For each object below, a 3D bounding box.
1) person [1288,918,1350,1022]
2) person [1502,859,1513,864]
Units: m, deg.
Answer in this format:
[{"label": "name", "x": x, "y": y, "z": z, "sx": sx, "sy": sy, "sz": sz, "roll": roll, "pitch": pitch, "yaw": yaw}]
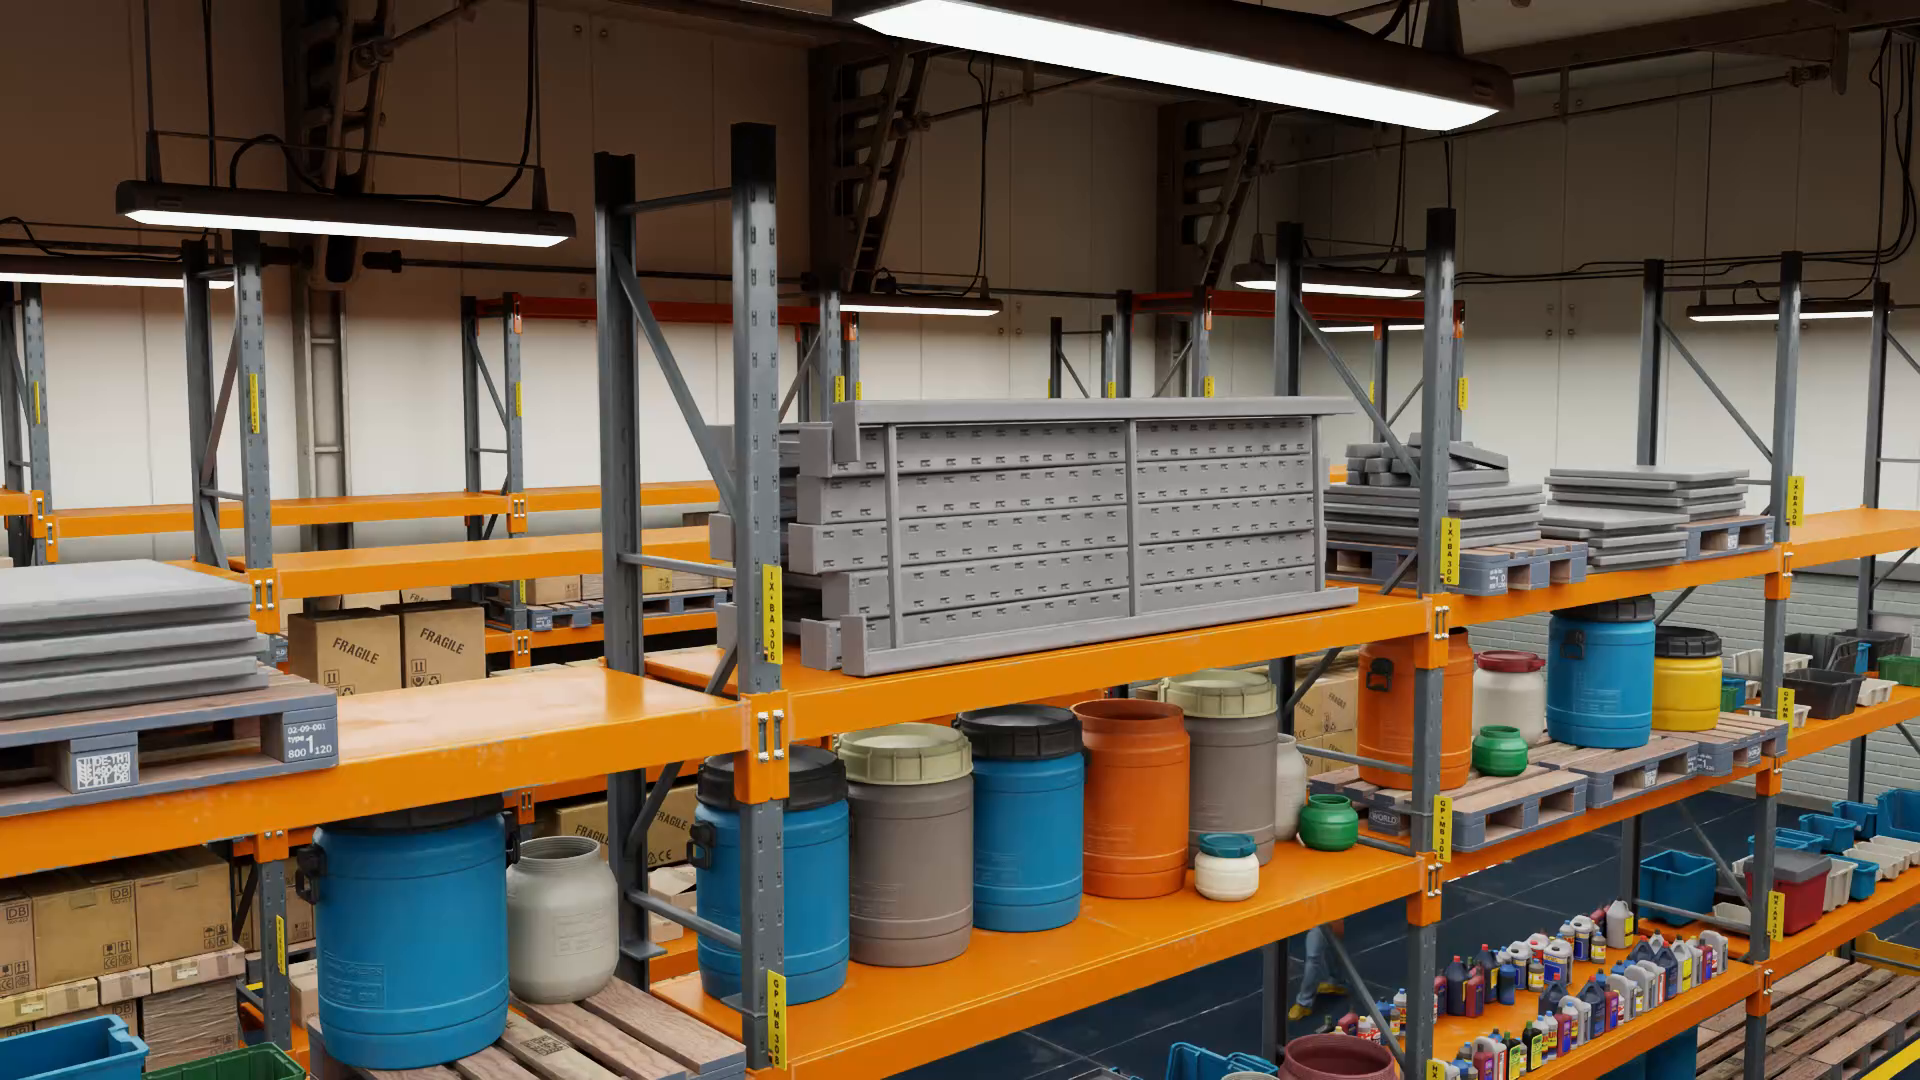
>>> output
[{"label": "person", "x": 2.924, "y": 3.008, "z": 13.702, "sx": 0.766, "sy": 1.754, "sz": 0.758, "roll": -1, "pitch": 6, "yaw": -13}, {"label": "person", "x": 6.154, "y": 2.643, "z": 18.130, "sx": 0.626, "sy": 1.697, "sz": 0.789, "roll": 2, "pitch": 6, "yaw": 23}]
